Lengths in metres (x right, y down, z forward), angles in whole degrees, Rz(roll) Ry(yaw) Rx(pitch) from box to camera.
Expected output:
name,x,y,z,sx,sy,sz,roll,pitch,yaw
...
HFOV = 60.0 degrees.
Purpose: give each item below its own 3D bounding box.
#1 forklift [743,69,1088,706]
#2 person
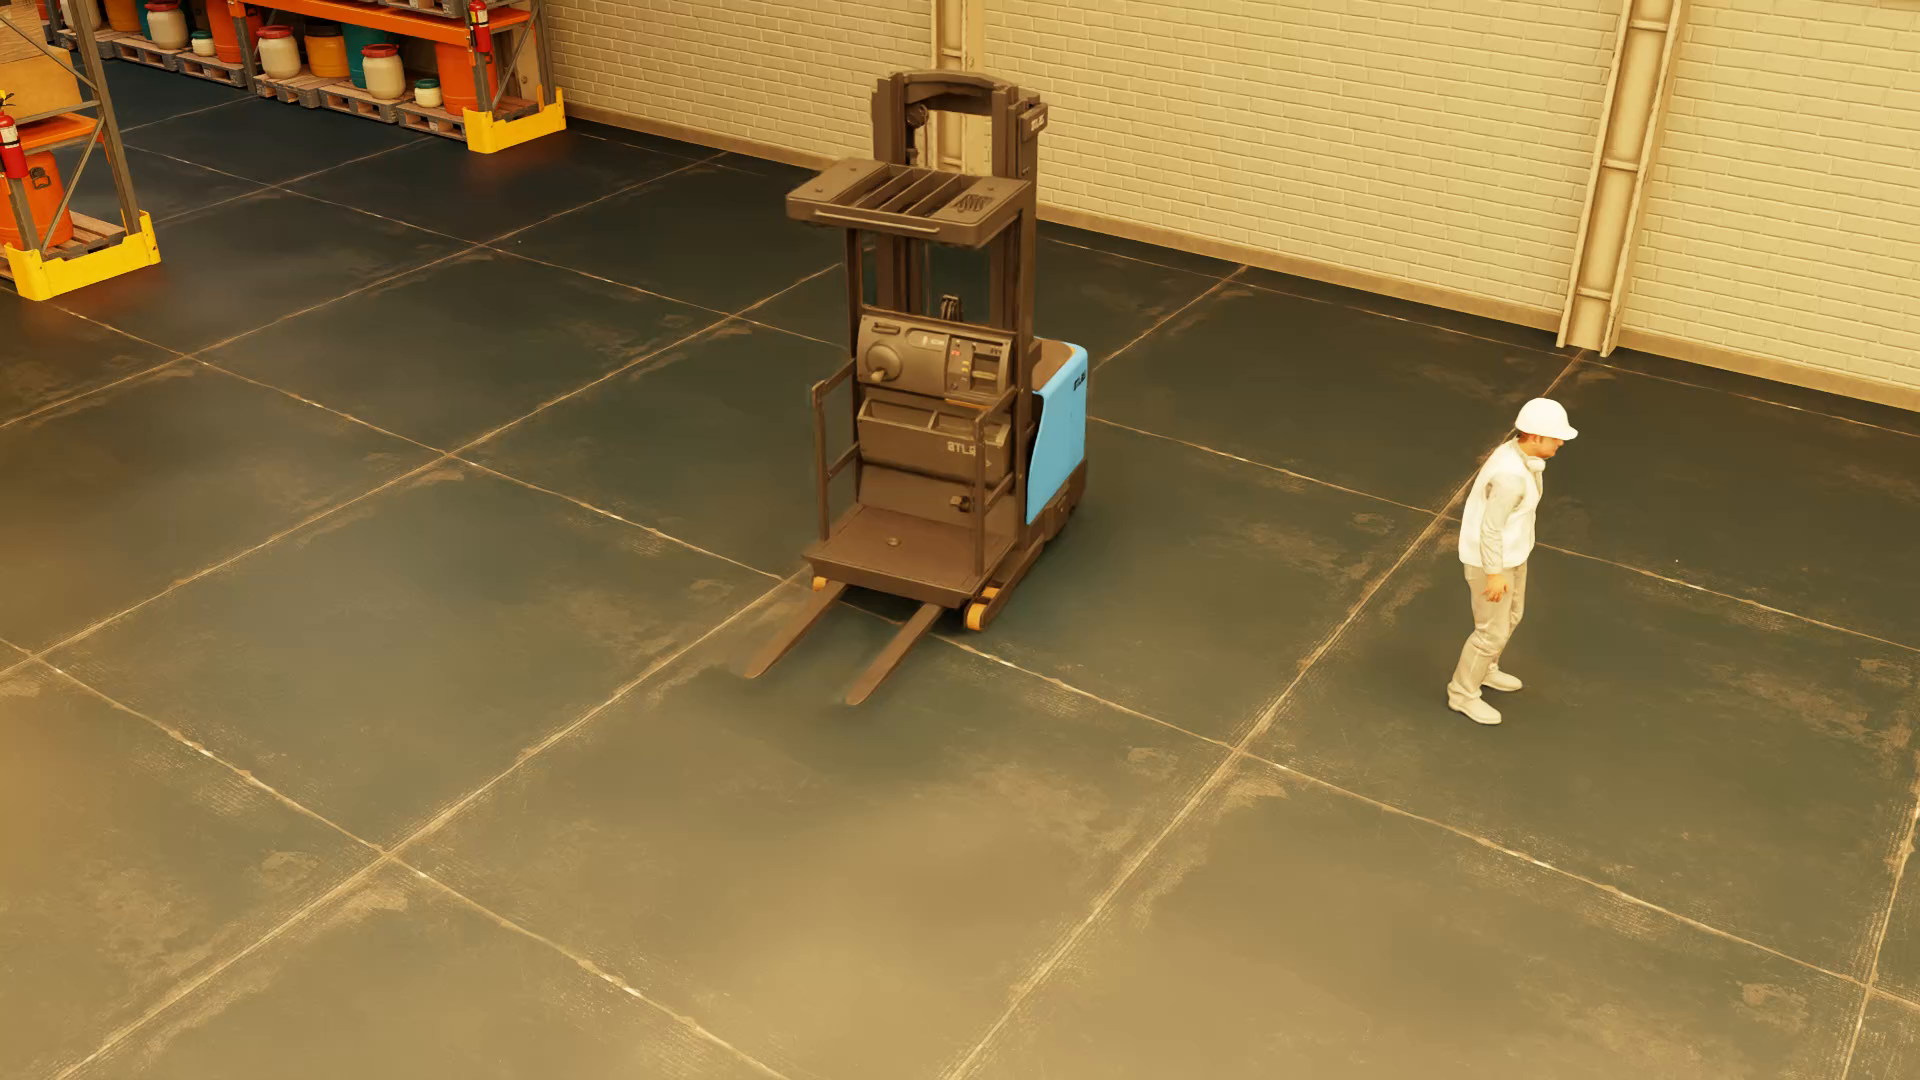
name,x,y,z,sx,sy,sz,roll,pitch,yaw
forklift,-0.237,-0.983,9.275,1.130,2.935,3.031,12,32,20
person,2.816,0.074,8.612,0.462,1.770,0.581,17,34,26
